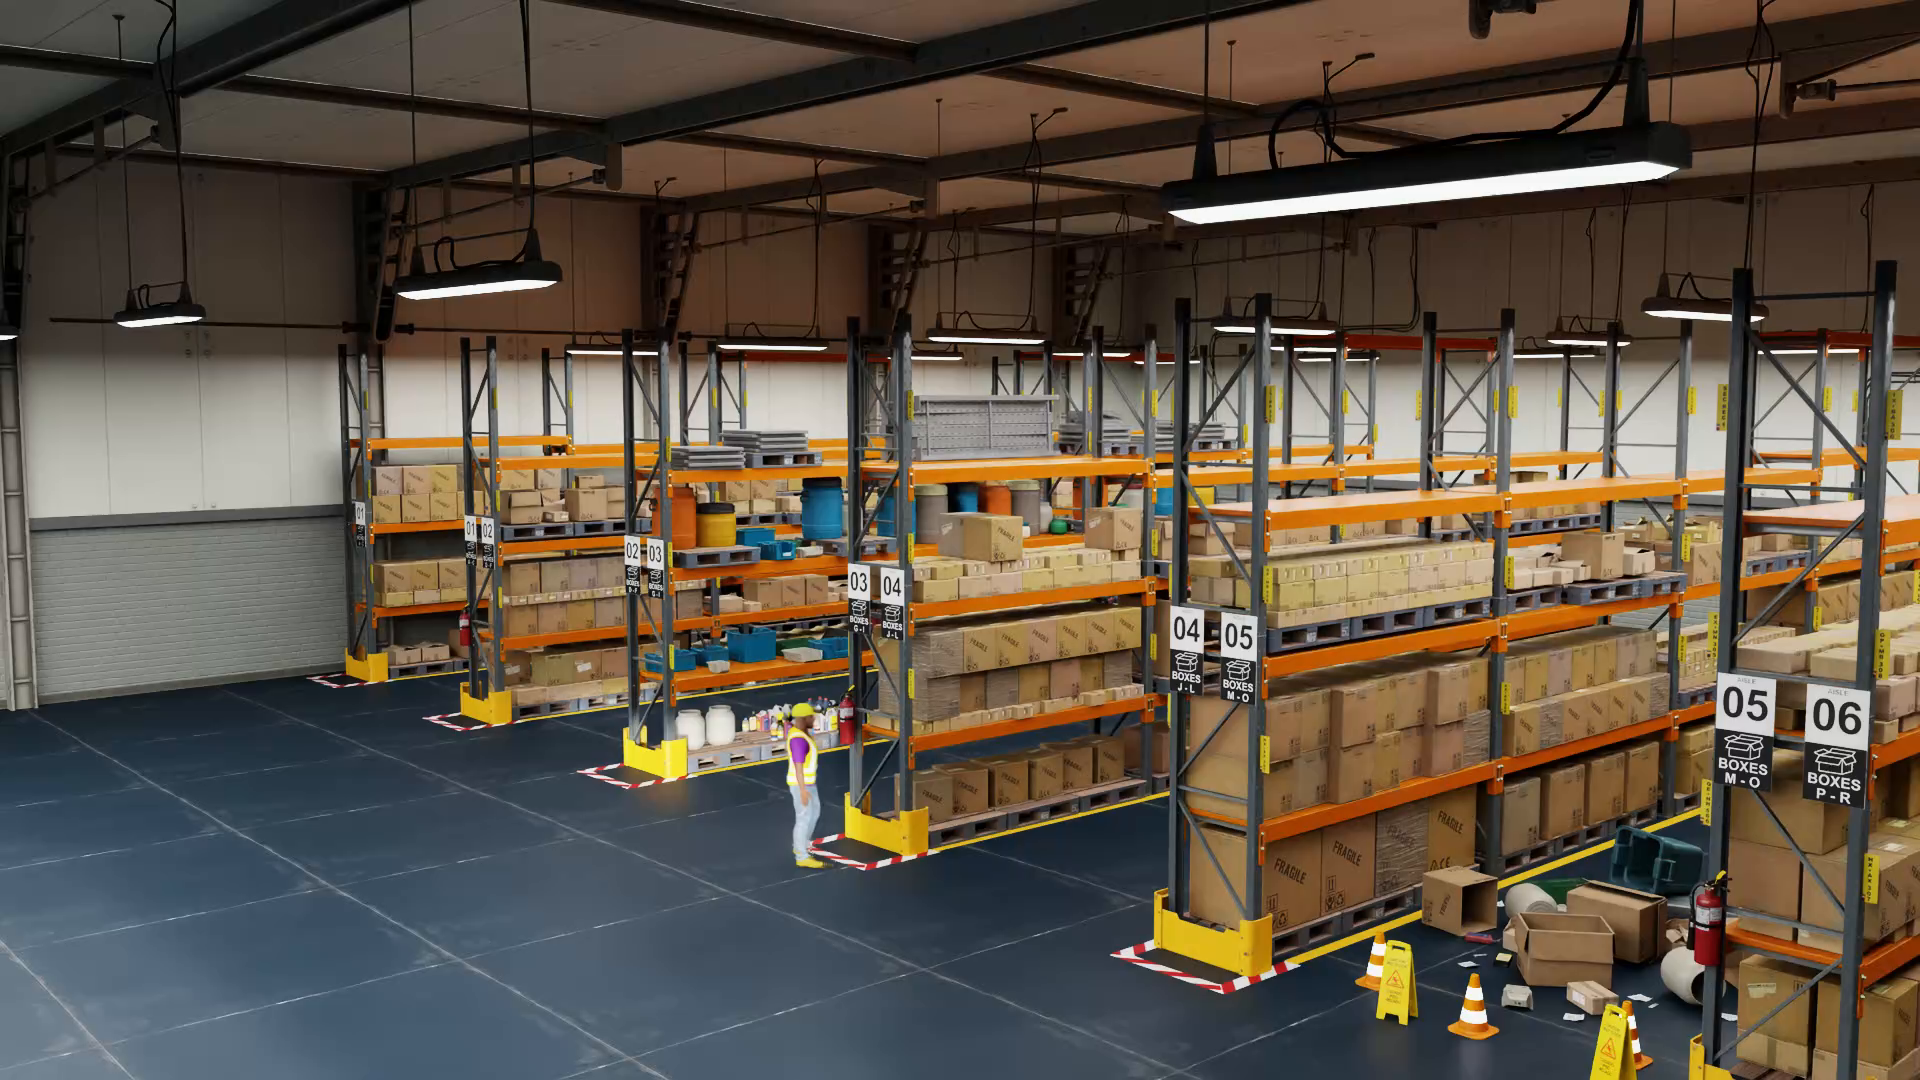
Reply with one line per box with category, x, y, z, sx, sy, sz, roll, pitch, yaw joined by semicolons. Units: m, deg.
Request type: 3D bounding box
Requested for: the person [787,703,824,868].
person;-1.683;2.696;18.138;0.406;1.842;0.631;0;5;2
